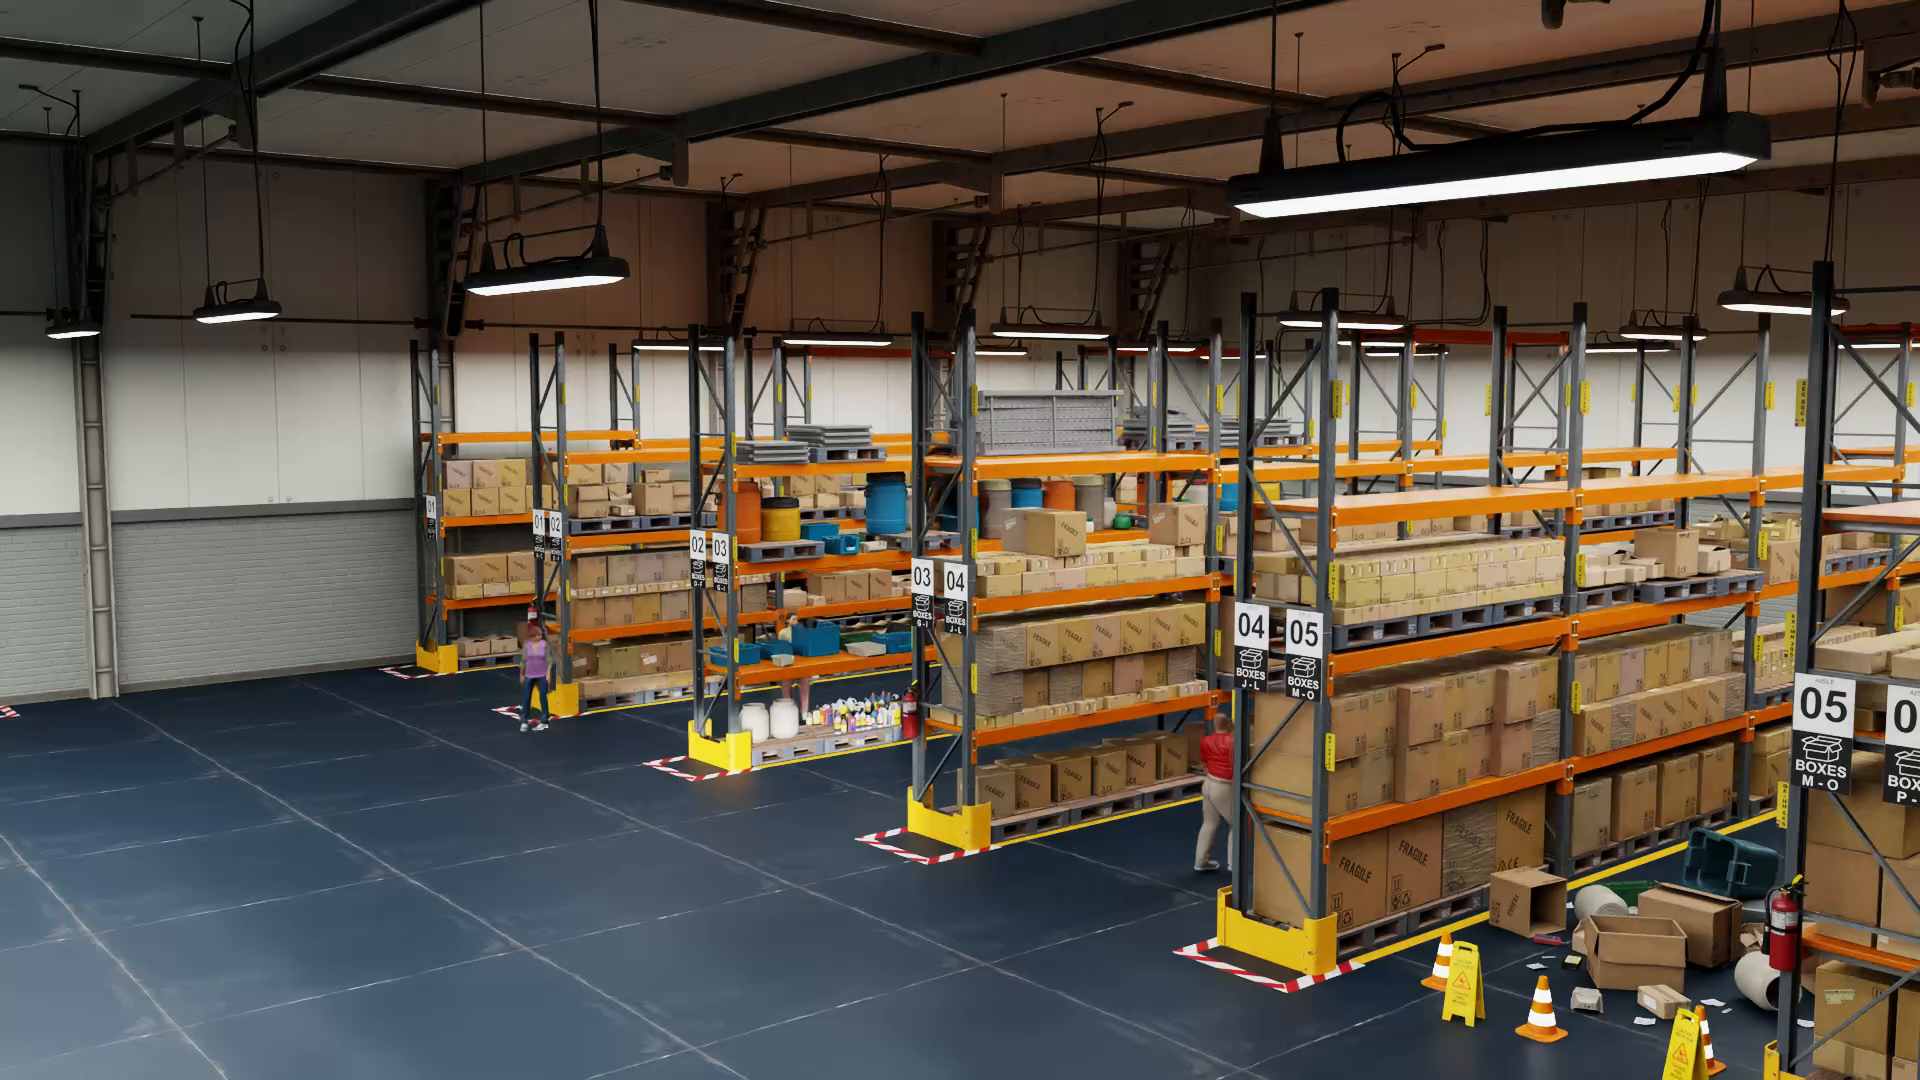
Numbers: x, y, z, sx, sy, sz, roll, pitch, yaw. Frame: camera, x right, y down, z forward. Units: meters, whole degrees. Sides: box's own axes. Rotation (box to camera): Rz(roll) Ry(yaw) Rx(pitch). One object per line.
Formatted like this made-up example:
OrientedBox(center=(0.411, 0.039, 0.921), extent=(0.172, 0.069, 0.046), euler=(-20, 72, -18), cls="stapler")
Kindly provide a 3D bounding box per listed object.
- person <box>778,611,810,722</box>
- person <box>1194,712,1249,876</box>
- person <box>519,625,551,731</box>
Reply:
OrientedBox(center=(-2.571, 1.943, 25.546), extent=(0.516, 1.710, 0.368), euler=(-3, 6, -28), cls="person")
OrientedBox(center=(2.791, 2.758, 17.588), extent=(0.580, 1.731, 0.575), euler=(-1, 5, -15), cls="person")
OrientedBox(center=(-6.374, 2.067, 24.964), extent=(0.477, 1.599, 0.349), euler=(-1, 5, -10), cls="person")
